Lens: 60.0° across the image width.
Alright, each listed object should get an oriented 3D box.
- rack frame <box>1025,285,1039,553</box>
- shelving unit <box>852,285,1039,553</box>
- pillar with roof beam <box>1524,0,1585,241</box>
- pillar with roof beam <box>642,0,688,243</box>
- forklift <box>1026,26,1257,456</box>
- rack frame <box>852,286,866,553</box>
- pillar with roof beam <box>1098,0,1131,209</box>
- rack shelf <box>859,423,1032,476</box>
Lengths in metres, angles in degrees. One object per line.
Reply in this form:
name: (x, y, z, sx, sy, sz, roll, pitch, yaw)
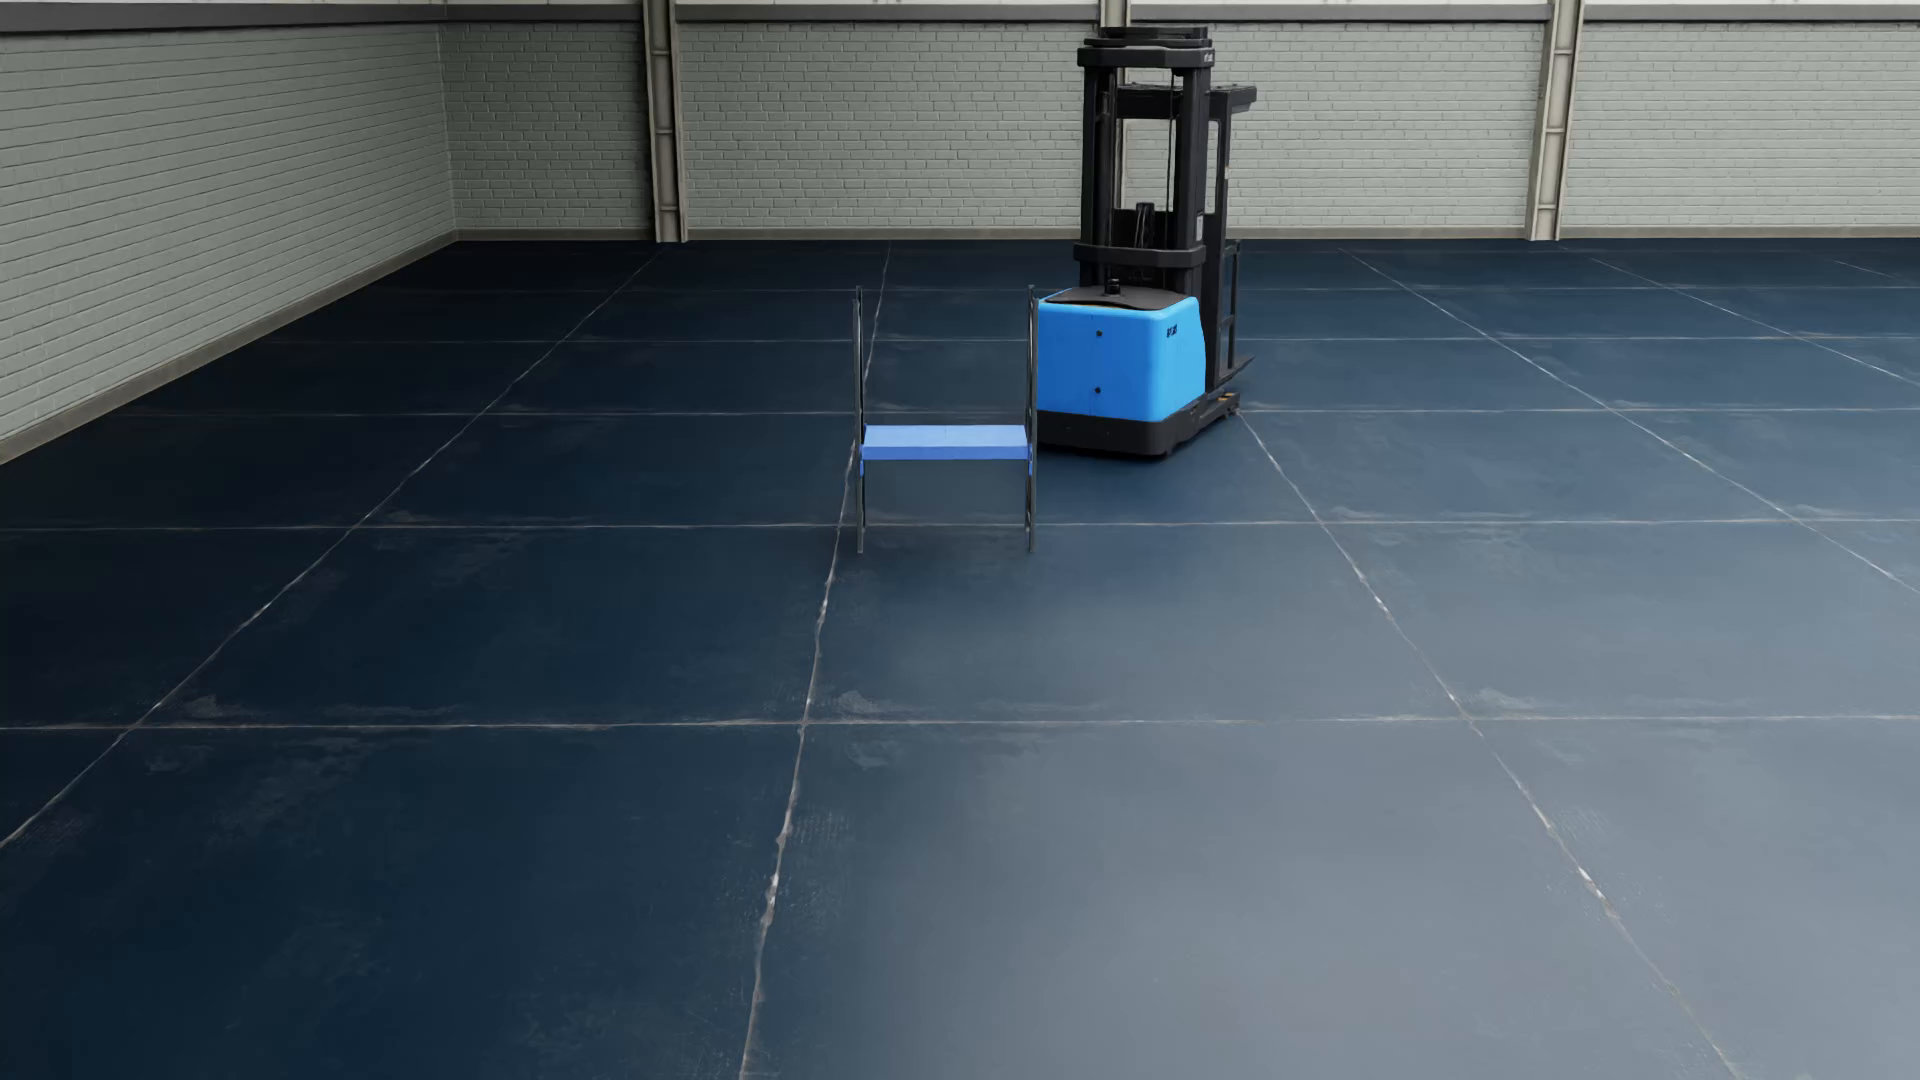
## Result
rack frame: (0.423, -0.716, 9.825, 0.032, 1.500, 0.500, 0, 18, -1)
shelving unit: (-0.085, -0.714, 9.817, 1.048, 1.500, 0.538, 0, 18, -1)
pillar with roof beam: (8.112, -7.132, 17.548, 0.400, 9.000, 9.100, 0, 18, -1)
pillar with roof beam: (-3.887, -7.074, 17.368, 0.400, 9.000, 9.100, 0, 18, -1)
forklift: (1.569, -2.396, 12.717, 1.130, 2.935, 3.031, 8, 20, 24)
rack frame: (-0.594, -0.711, 9.810, 0.032, 1.500, 0.500, 0, 18, -1)
pillar with roof beam: (2.113, -7.103, 17.458, 0.400, 9.000, 9.100, 0, 18, -1)
rack shelf: (-0.085, -0.542, 9.872, 1.000, 0.185, 0.538, 0, 18, -1)
